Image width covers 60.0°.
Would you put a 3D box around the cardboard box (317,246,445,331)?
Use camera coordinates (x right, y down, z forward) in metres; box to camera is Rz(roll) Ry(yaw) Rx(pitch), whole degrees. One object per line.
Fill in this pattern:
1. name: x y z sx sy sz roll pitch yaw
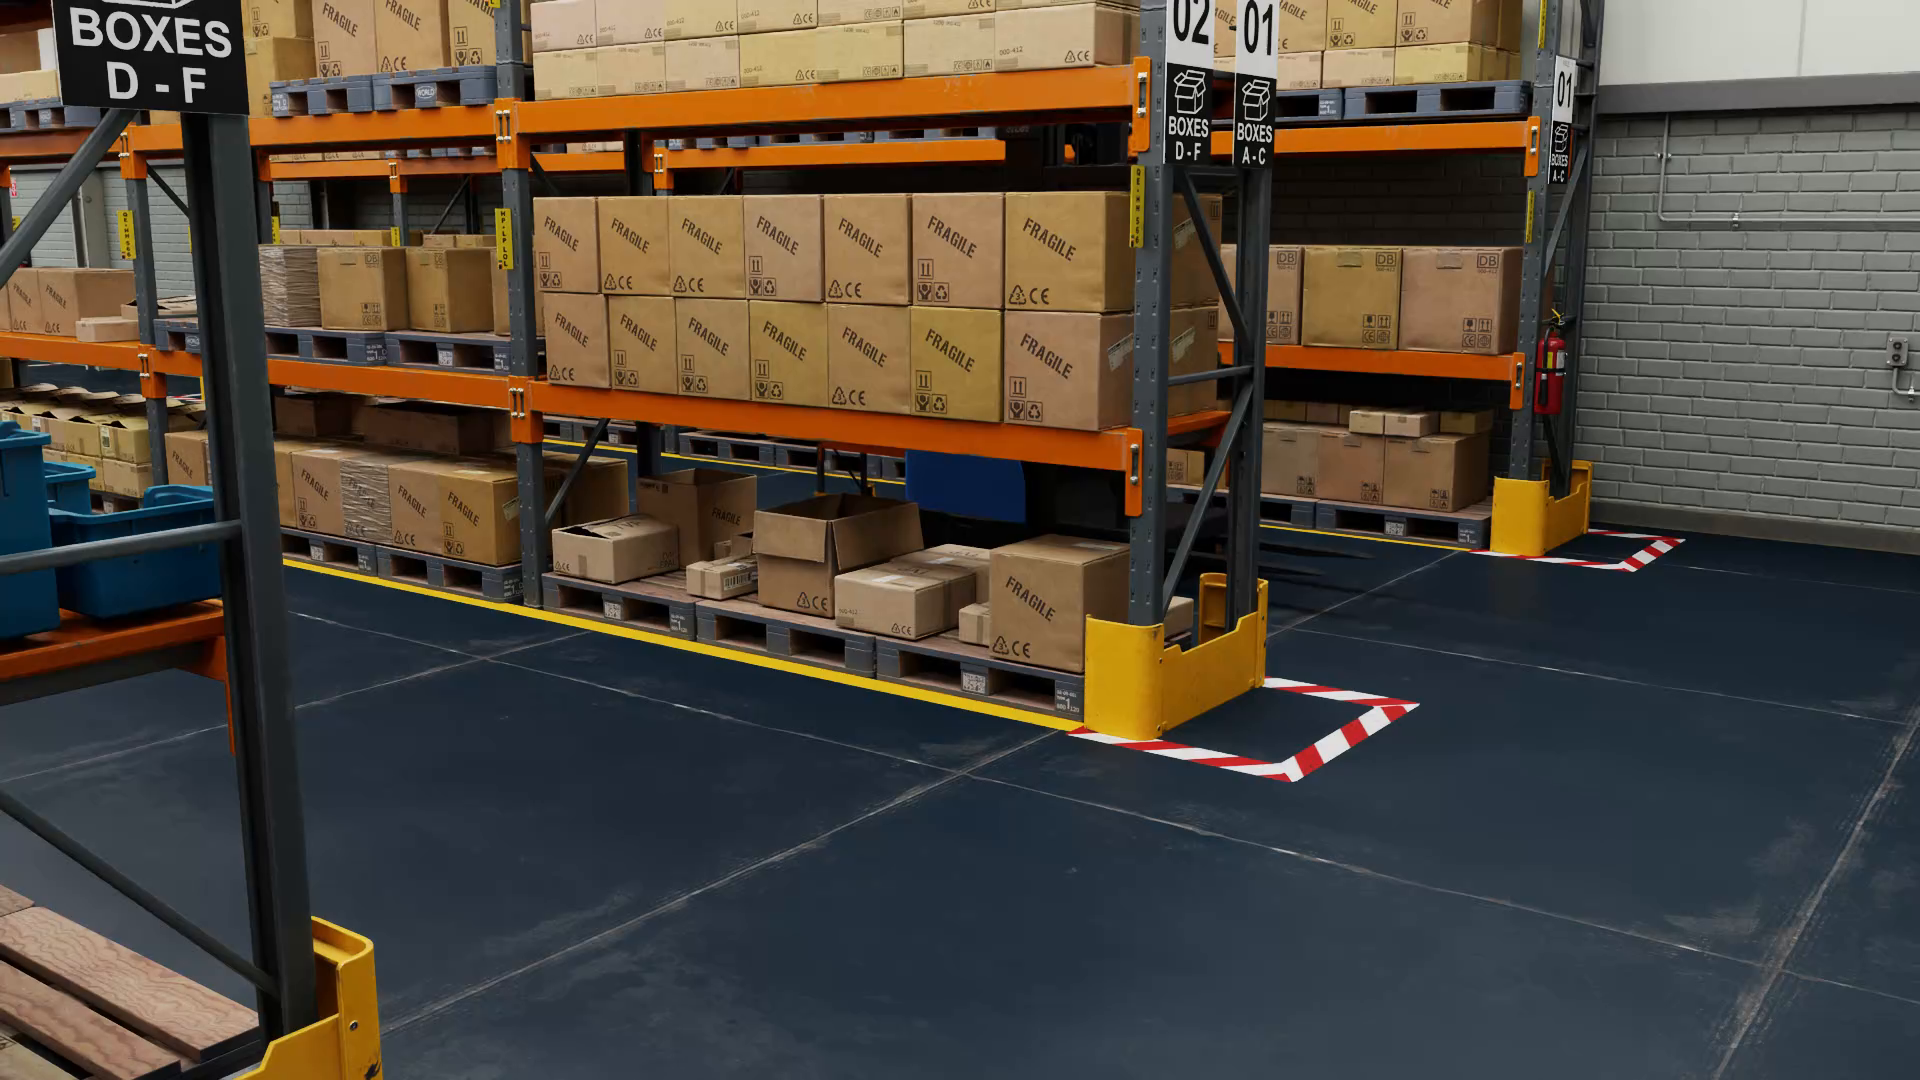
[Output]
1. cardboard box: -3.622 -1.604 10.554 0.500 0.500 0.700 4 12 21

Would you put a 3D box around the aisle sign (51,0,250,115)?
1. aisle sign: -1.638 -1.266 3.330 0.004 0.787 0.394 8 13 36

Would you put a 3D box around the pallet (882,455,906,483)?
1. pallet: 0.102 -0.624 14.201 1.213 0.211 1.003 8 13 36

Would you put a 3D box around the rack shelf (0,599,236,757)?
1. rack shelf: -3.484 0.177 4.614 4.000 0.370 1.077 8 13 36

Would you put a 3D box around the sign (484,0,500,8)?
1. sign: -2.487 -2.994 8.813 0.005 0.325 0.100 8 13 36

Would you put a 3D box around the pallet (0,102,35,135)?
1. pallet: -6.888 -3.177 12.654 1.213 0.211 1.003 9 14 38

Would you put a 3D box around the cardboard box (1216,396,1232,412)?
1. cardboard box: 1.899 -0.991 12.521 0.250 0.149 0.380 7 13 34

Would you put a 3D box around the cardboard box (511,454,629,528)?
1. cardboard box: -2.407 -0.240 10.295 0.500 0.500 0.500 7 13 33

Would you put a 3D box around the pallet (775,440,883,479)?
1. pallet: -0.886 -0.761 14.910 1.213 0.211 1.003 8 13 36

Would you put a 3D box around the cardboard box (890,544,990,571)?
1. cardboard box: -0.013 0.207 8.642 0.500 0.250 0.500 8 13 36

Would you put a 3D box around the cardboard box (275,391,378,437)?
1. cardboard box: -4.444 -0.891 11.687 0.500 0.250 0.500 9 14 38

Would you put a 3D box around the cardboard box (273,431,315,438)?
1. cardboard box: -4.492 -0.529 11.788 0.500 0.500 0.500 9 14 38

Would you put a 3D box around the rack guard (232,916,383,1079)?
1. rack guard: -1.845 1.276 3.617 0.348 0.500 1.175 8 13 36

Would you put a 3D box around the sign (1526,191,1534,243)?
1. sign: 3.660 -2.072 10.669 0.005 0.325 0.100 8 13 36

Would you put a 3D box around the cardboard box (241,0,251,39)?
1. cardboard box: -4.626 -3.514 11.006 0.500 0.500 0.500 8 13 36

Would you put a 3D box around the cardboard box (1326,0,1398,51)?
1. cardboard box: 2.844 -3.589 11.341 0.500 0.500 0.500 8 14 37

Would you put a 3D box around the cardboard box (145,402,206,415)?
1. cardboard box: -6.062 -0.902 12.953 0.500 0.311 0.500 8 13 34

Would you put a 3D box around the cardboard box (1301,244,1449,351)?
1. cardboard box: 2.982 -1.752 11.897 0.700 0.700 0.980 8 13 35

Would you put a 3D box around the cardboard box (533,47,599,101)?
1. cardboard box: -1.916 -2.466 8.876 0.500 0.250 0.500 8 13 36

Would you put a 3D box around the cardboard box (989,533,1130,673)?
1. cardboard box: 0.479 0.278 7.618 0.500 0.500 0.500 8 13 36

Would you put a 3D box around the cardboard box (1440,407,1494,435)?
1. cardboard box: 3.588 -0.846 11.772 0.250 0.149 0.380 8 14 36

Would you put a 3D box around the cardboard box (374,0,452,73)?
1. cardboard box: -3.076 -3.076 10.003 0.600 0.600 0.600 8 13 35

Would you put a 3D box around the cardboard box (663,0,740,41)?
1. cardboard box: -1.116 -2.597 8.239 0.500 0.250 0.500 8 13 36

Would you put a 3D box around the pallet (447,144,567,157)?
1. pallet: -4.408 -3.996 16.886 1.003 0.211 1.213 8 13 36

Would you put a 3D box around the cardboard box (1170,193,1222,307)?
1. cardboard box: 0.861 -1.340 7.663 0.500 0.500 0.500 8 14 37

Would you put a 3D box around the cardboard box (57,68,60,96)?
1. cardboard box: -6.217 -3.313 12.149 0.500 0.250 0.500 8 14 37

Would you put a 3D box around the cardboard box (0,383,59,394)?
1. cardboard box: -8.113 -1.189 14.434 0.500 0.311 0.500 8 13 36

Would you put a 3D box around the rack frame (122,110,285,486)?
1. rack frame: -5.385 -1.609 11.950 0.127 3.000 1.000 8 13 36

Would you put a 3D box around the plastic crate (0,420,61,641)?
1. plastic crate: -2.252 -0.008 3.421 0.499 0.435 0.616 8 13 36

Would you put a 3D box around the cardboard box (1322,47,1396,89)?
1. cardboard box: 2.825 -3.223 11.420 0.500 0.250 0.500 7 13 33

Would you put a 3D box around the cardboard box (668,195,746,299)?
1. cardboard box: -1.118 -1.488 8.426 0.500 0.500 0.500 7 13 34

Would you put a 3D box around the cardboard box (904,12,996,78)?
1. cardboard box: 0.096 -2.184 7.420 0.500 0.250 0.500 8 13 36

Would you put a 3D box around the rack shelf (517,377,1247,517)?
1. rack shelf: -0.549 -0.581 8.532 4.000 0.370 1.077 8 13 36

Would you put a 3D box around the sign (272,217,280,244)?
1. sign: -5.071 -2.223 12.283 0.005 0.325 0.100 8 13 36

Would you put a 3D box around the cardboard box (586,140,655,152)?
1. cardboard box: -3.196 -3.846 15.799 0.500 0.311 0.500 8 13 36

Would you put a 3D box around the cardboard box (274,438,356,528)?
1. cardboard box: -4.361 -0.388 11.060 0.500 0.500 0.500 8 13 35

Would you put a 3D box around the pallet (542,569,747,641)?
1. pallet: -1.608 0.287 9.491 1.213 0.211 1.003 8 13 36

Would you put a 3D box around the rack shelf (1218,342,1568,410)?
1. rack shelf: 2.380 -1.340 12.454 4.000 0.370 1.077 8 13 36

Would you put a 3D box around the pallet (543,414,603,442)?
1. pallet: -4.064 -1.224 17.302 1.213 0.211 1.003 8 13 36

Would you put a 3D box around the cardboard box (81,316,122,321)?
1. cardboard box: -6.446 -1.621 12.670 0.250 0.149 0.380 9 14 40

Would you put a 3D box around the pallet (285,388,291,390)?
1. pallet: -8.209 -1.793 20.242 1.213 0.211 1.003 8 13 36

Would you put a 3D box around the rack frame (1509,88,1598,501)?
1. rack frame: 3.992 -1.469 11.223 0.127 3.000 1.000 8 13 36

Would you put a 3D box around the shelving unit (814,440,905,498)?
1. shelving unit: -0.460 -0.814 11.788 1.083 1.500 0.587 9 14 39

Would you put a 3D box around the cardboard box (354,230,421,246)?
1. cardboard box: -6.244 -3.128 18.168 0.500 0.500 0.500 8 13 35

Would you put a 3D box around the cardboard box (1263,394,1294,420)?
1. cardboard box: 2.361 -1.017 12.655 0.250 0.149 0.380 8 13 35

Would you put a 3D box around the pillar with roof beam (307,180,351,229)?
1. pillar with roof beam: -10.376 -5.607 16.823 0.400 9.000 9.100 8 13 36

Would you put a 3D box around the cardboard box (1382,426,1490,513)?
1. cardboard box: 3.369 -0.511 11.748 0.500 0.500 0.700 8 13 36

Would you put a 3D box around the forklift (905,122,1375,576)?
1. forklift: 1.081 -1.257 10.312 3.031 2.935 1.130 9 14 39

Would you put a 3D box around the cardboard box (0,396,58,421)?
1. cardboard box: -7.605 -0.991 13.410 0.500 0.311 0.500 7 13 34

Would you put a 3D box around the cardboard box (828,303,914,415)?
1. cardboard box: -0.278 -0.882 7.929 0.500 0.500 0.500 8 14 36
